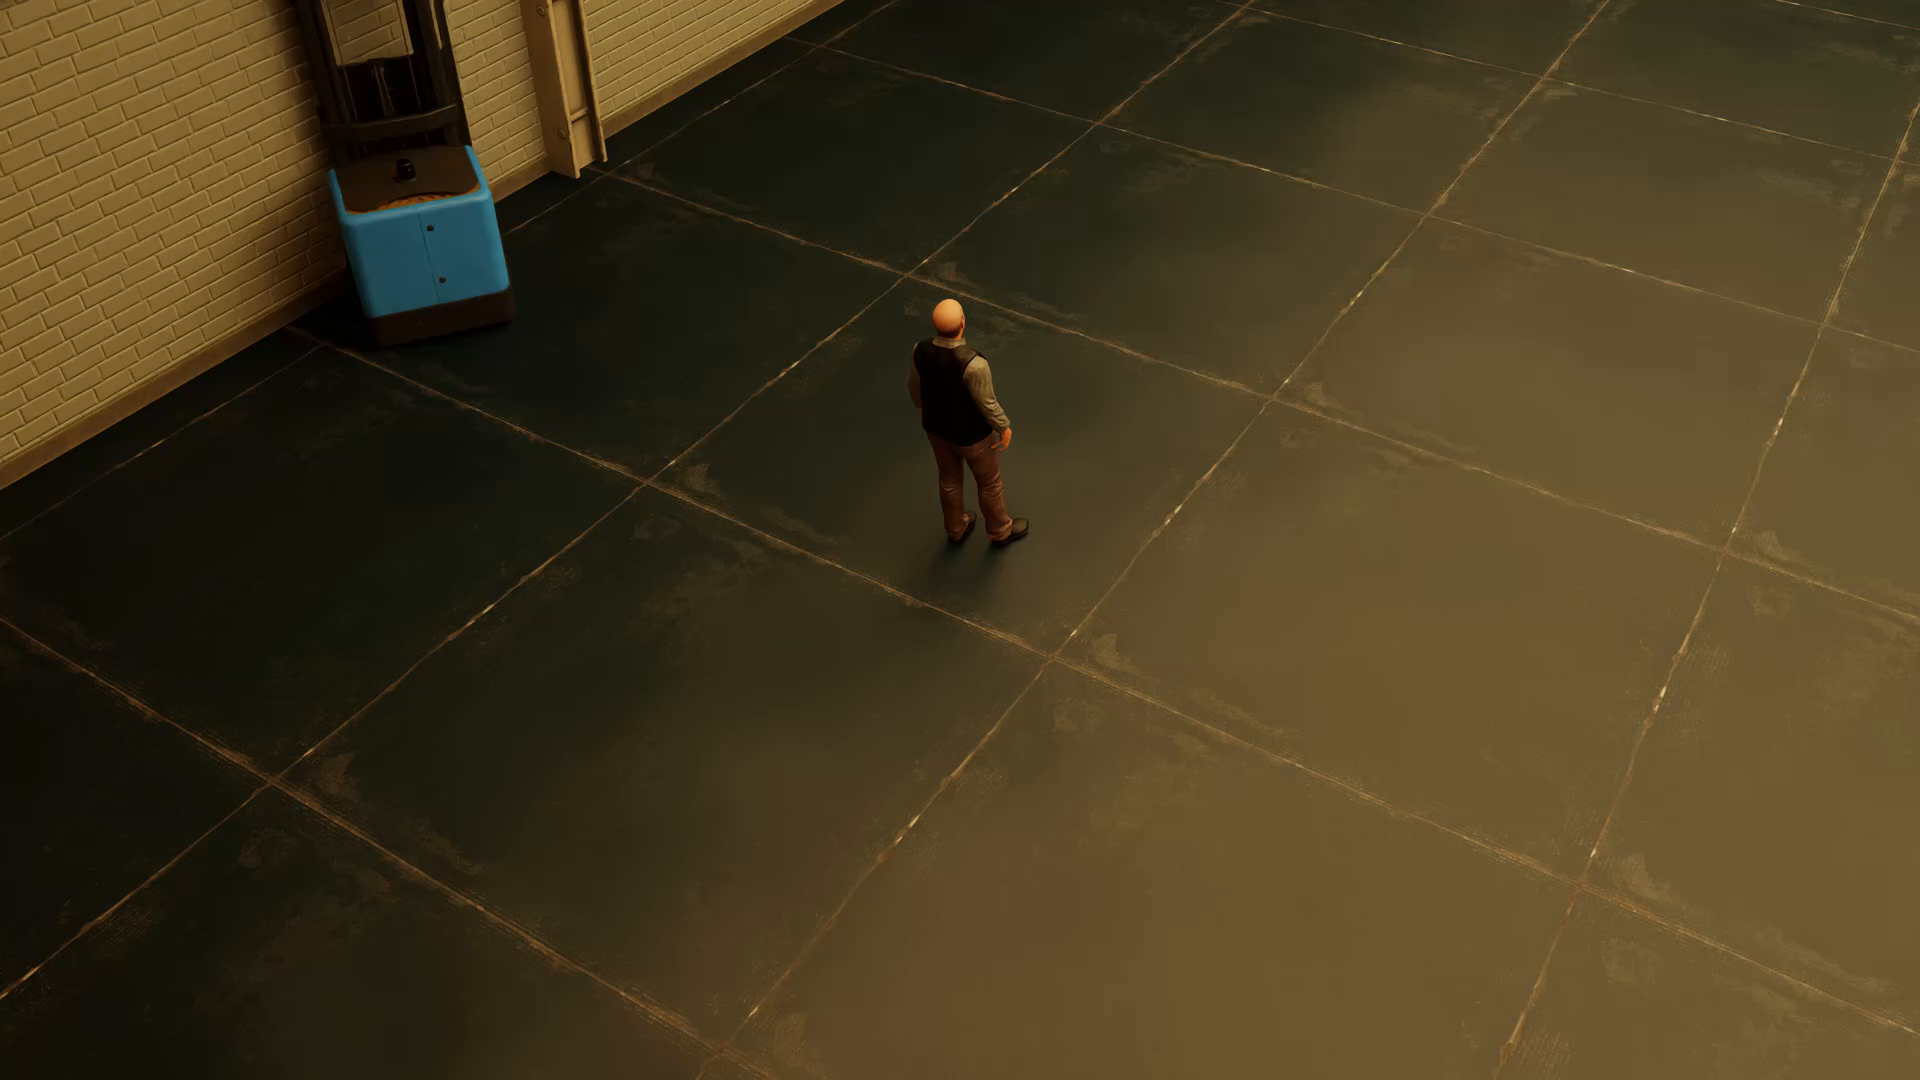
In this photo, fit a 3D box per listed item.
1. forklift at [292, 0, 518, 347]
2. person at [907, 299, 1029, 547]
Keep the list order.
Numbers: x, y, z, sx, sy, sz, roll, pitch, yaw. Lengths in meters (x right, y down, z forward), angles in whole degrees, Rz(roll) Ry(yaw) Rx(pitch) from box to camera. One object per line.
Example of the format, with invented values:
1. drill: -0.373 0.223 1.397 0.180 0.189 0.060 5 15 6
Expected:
1. forklift: -4.243 -3.439 12.025 1.130 2.935 3.031 -15 43 -17
2. person: 0.040 -0.693 9.709 0.632 1.720 0.568 22 45 24
